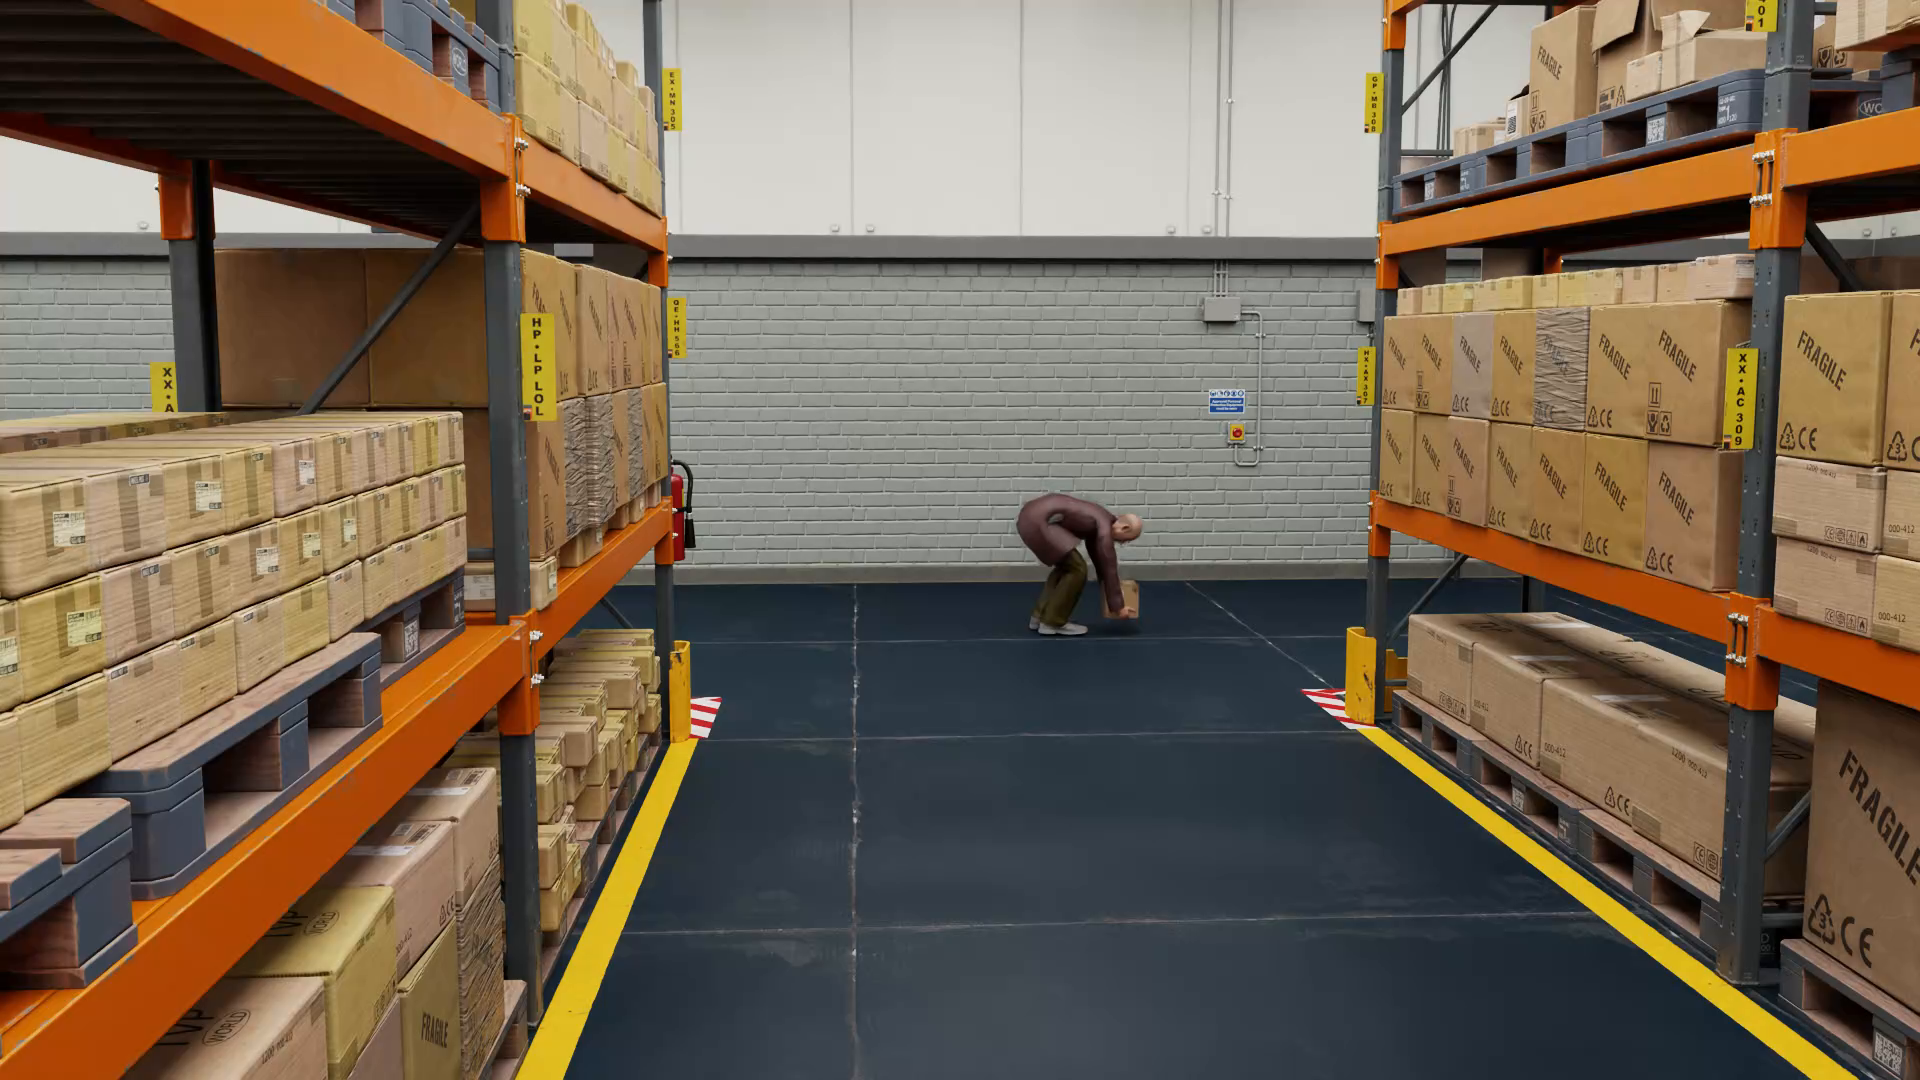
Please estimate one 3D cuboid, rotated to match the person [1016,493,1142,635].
[{"bbox_3d":[0.894,0.169,12.454,0.946,1.052,0.582,-1,7,-6],"label":"person"}]
